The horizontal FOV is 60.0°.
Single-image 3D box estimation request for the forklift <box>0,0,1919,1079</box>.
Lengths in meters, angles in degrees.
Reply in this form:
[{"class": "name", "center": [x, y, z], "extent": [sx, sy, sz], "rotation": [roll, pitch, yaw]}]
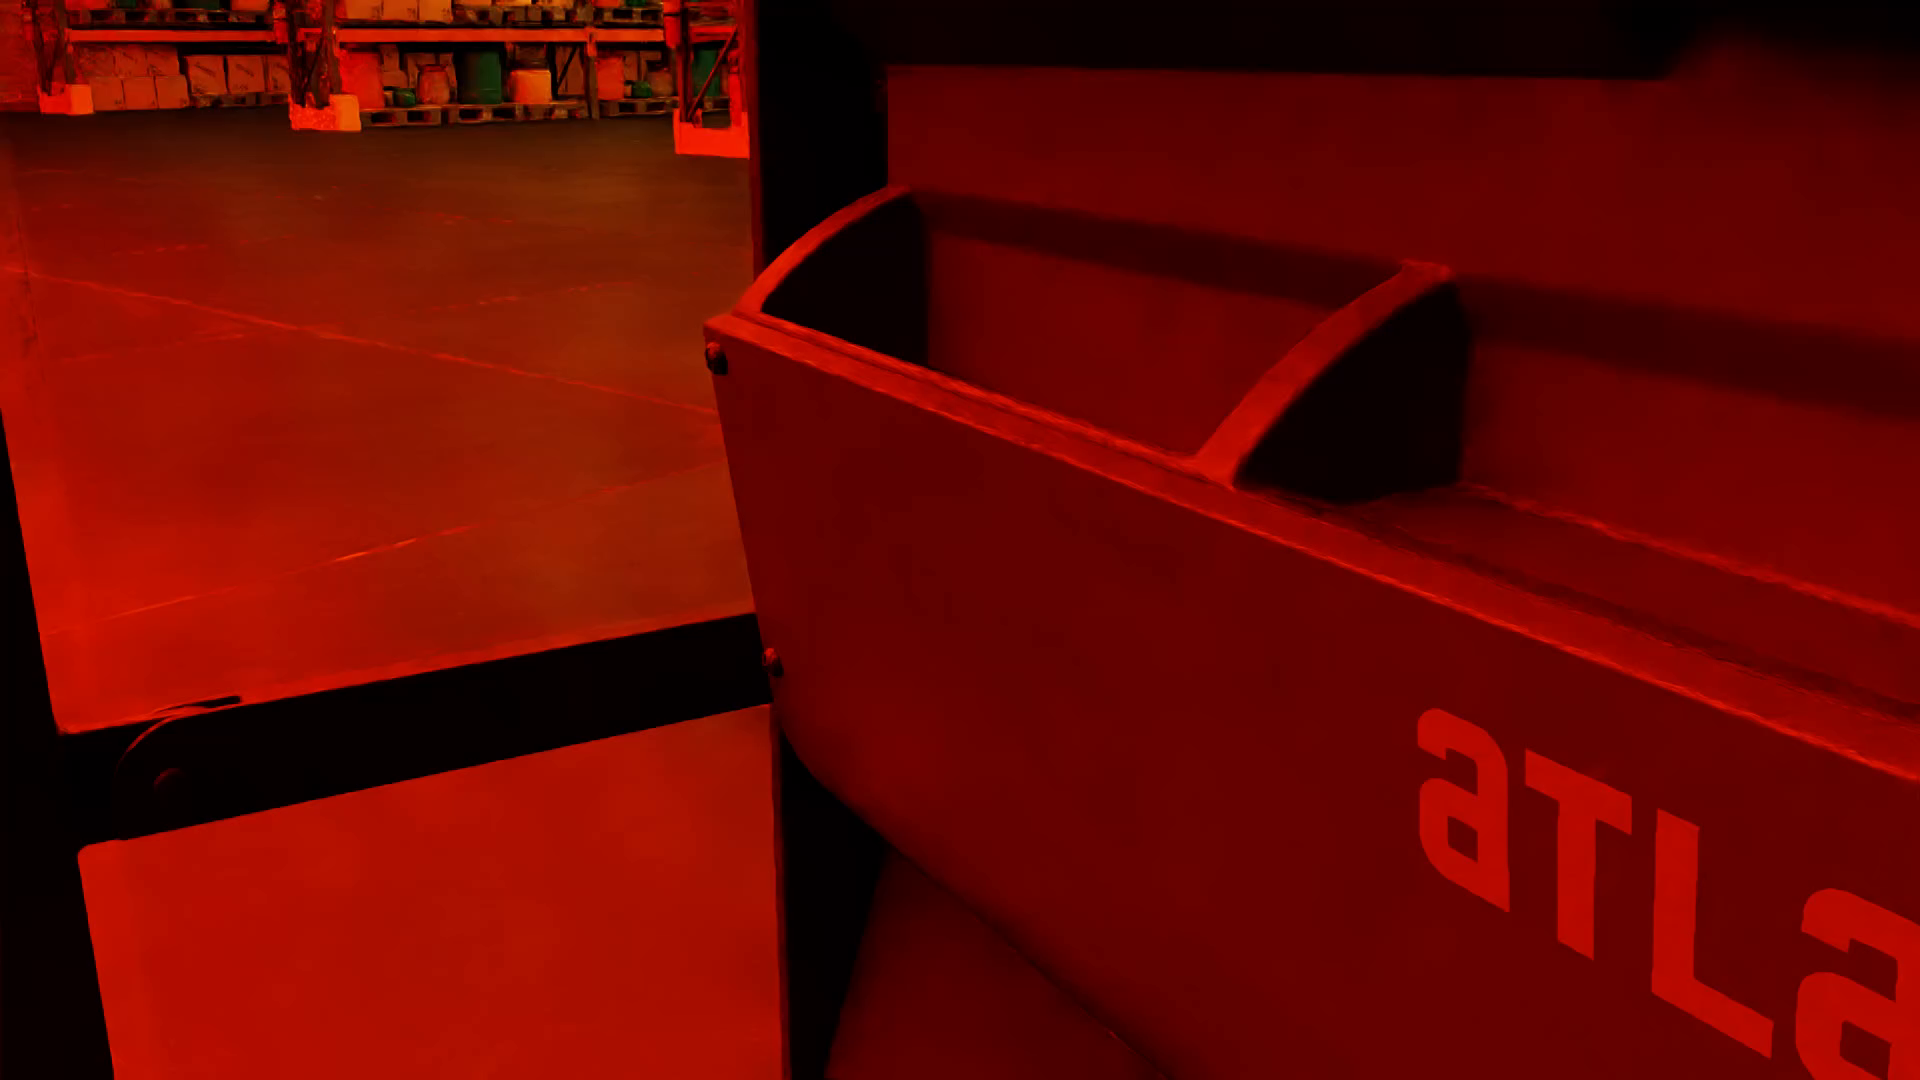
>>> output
[{"class": "forklift", "center": [-0.035, -0.459, 0.409], "extent": [3.031, 2.935, 1.130], "rotation": [-10, 19, -29]}]
